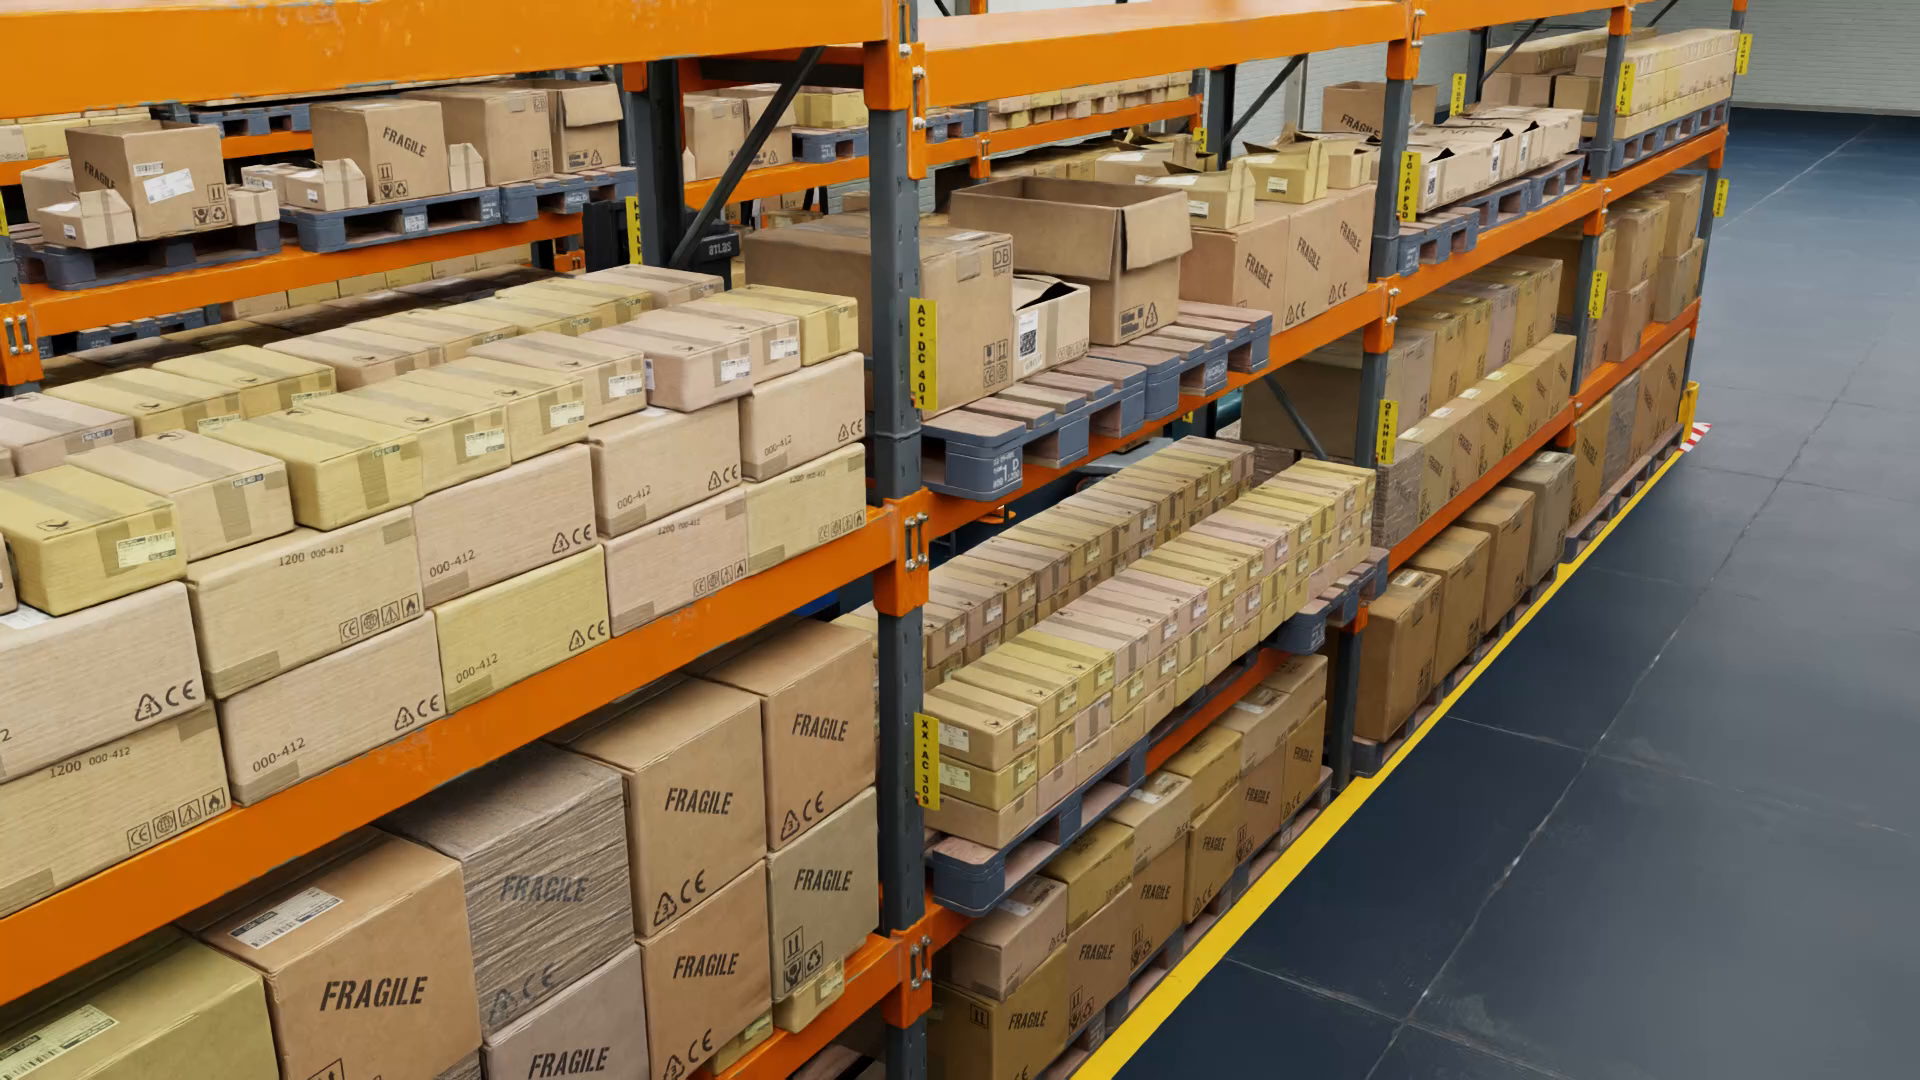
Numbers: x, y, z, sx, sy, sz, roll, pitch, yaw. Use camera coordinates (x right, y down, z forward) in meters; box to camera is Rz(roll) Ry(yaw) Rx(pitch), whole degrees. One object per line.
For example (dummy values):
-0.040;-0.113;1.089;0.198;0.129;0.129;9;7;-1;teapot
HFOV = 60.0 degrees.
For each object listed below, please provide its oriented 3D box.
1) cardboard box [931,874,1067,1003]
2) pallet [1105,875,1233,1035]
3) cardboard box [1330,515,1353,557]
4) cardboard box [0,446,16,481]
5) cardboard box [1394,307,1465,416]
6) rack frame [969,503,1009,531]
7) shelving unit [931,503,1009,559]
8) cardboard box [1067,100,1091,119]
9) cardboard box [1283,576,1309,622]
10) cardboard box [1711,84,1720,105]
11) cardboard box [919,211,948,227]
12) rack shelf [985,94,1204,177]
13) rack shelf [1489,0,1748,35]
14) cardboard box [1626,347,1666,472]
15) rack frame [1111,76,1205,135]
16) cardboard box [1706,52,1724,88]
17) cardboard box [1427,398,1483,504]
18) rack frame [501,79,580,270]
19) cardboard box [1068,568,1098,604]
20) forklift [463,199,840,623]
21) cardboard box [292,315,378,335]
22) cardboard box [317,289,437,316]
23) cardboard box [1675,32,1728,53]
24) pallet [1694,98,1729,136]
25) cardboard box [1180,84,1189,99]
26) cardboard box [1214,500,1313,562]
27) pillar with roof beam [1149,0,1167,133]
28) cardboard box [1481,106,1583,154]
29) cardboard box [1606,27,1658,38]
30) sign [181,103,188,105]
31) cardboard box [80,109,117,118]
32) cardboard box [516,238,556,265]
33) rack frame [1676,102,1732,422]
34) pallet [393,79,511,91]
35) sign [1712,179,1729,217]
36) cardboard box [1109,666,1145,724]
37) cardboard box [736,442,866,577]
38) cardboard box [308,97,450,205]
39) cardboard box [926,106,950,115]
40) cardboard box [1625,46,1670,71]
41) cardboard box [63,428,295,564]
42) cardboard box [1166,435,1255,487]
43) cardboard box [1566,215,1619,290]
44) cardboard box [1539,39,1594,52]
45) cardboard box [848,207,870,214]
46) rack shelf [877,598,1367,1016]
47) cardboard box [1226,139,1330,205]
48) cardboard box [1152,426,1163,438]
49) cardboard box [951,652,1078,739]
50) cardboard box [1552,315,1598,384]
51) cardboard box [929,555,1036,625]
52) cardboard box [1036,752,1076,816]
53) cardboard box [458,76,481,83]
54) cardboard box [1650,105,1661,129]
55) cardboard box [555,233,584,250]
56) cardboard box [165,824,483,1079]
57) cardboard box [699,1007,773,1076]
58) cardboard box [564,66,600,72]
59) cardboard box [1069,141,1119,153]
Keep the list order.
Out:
0.072;1.471;6.383;0.500;0.250;0.500;12;23;29;cardboard box
0.560;1.740;7.757;1.003;0.211;1.213;13;24;32;pallet
1.637;-0.052;7.909;0.380;0.149;0.250;14;25;34;cardboard box
-2.121;-0.117;3.355;0.380;0.149;0.250;14;24;33;cardboard box
2.517;-1.076;9.765;0.700;0.500;0.500;13;24;31;cardboard box
0.209;-0.810;12.794;0.400;1.500;0.023;13;24;32;rack frame
0.004;-0.705;12.510;0.431;1.500;0.755;13;24;32;shelving unit
0.960;-3.908;15.044;0.380;0.149;0.250;13;24;31;cardboard box
1.361;0.227;7.584;0.380;0.149;0.250;13;24;31;cardboard box
5.991;-3.661;13.628;0.380;0.149;0.250;14;24;33;cardboard box
-0.285;-2.430;13.834;0.500;0.500;0.500;13;24;31;cardboard box
0.909;-3.868;15.611;1.077;0.370;4.000;13;24;32;rack shelf
5.060;-4.151;12.628;1.077;0.370;4.000;13;24;32;rack shelf
5.364;-1.176;14.077;0.875;0.875;0.875;13;24;31;cardboard box
2.033;-3.372;17.558;1.000;3.000;0.127;13;24;32;rack frame
5.858;-3.817;13.475;0.500;0.250;0.500;13;24;32;cardboard box
2.730;-0.554;9.796;0.500;0.500;0.500;13;24;32;cardboard box
-4.323;-3.191;17.069;1.000;3.000;0.127;13;24;32;rack frame
0.378;0.188;7.260;0.380;0.149;0.250;14;25;34;cardboard box
-2.053;-0.387;9.586;1.130;2.935;3.031;14;25;33;forklift
-3.395;-0.959;9.450;0.500;0.500;0.500;13;24;31;cardboard box
-3.518;-1.209;10.125;0.500;0.500;0.500;14;25;33;cardboard box
5.989;-4.035;13.489;0.380;0.149;0.250;14;24;33;cardboard box
5.775;-3.586;13.940;1.003;0.211;1.213;13;24;32;pallet
2.064;-4.504;16.656;0.380;0.149;0.250;13;24;32;cardboard box
1.353;-0.044;7.461;0.380;0.149;0.250;14;25;33;cardboard box
7.095;-9.732;26.104;9.100;9.000;0.400;13;24;32;pillar with roof beam
3.670;-2.635;10.707;0.500;0.250;0.500;14;24;32;cardboard box
5.733;-4.309;14.230;0.380;0.149;0.250;14;24;32;cardboard box
-6.124;-3.587;13.068;0.100;0.325;0.005;13;24;32;sign
-6.733;-3.348;12.810;0.380;0.149;0.250;13;24;31;cardboard box
-4.390;-2.925;16.566;0.500;0.250;0.500;14;24;33;cardboard box
6.184;-2.436;15.026;1.000;3.000;0.127;13;24;32;rack frame
-4.808;-4.253;15.891;0.805;0.209;1.217;12;24;30;pallet
6.625;-2.980;14.487;0.100;0.325;0.005;13;24;32;sign
0.474;0.542;6.305;0.380;0.149;0.250;12;24;30;cardboard box
-0.614;-0.136;4.701;0.500;0.250;0.500;14;24;33;cardboard box
-3.215;-2.165;9.222;0.500;0.500;0.500;14;24;32;cardboard box
-0.424;-3.562;13.358;0.500;0.250;0.500;13;24;31;cardboard box
4.849;-3.452;11.913;0.380;0.149;0.250;13;24;31;cardboard box
-1.543;-0.091;3.285;0.380;0.149;0.250;14;25;34;cardboard box
1.264;-0.402;8.429;0.380;0.149;0.250;13;24;32;cardboard box
4.384;-2.144;12.466;0.875;0.550;0.550;13;24;32;cardboard box
4.587;-3.724;12.648;0.380;0.149;0.250;13;24;31;cardboard box
-0.665;-2.535;13.182;0.380;0.149;0.250;12;24;30;cardboard box
0.562;0.771;7.394;1.077;0.370;4.000;13;24;32;rack shelf
1.398;-1.636;7.294;0.396;0.266;0.258;13;24;32;cardboard box
1.512;-1.095;15.002;0.500;0.500;0.500;-6;21;-15;cardboard box
0.192;0.545;5.868;0.380;0.149;0.250;14;25;33;cardboard box
4.133;-1.467;12.190;0.875;0.550;0.550;13;24;32;cardboard box
0.088;0.200;6.801;0.380;0.149;0.250;12;24;30;cardboard box
0.191;0.824;5.970;0.380;0.149;0.250;14;24;33;cardboard box
-4.690;-4.349;15.489;0.380;0.149;0.250;13;24;32;cardboard box
4.847;-3.077;12.048;0.380;0.149;0.250;13;24;31;cardboard box
-3.857;-3.315;17.258;0.500;0.500;0.500;13;24;30;cardboard box
-1.466;0.985;3.765;0.500;0.500;0.500;12;24;30;cardboard box
-0.783;1.413;4.984;0.380;0.149;0.250;14;25;34;cardboard box
-3.819;-4.794;16.690;0.380;0.149;0.250;14;24;33;cardboard box
1.434;-3.528;15.965;0.700;0.500;0.500;13;24;31;cardboard box
